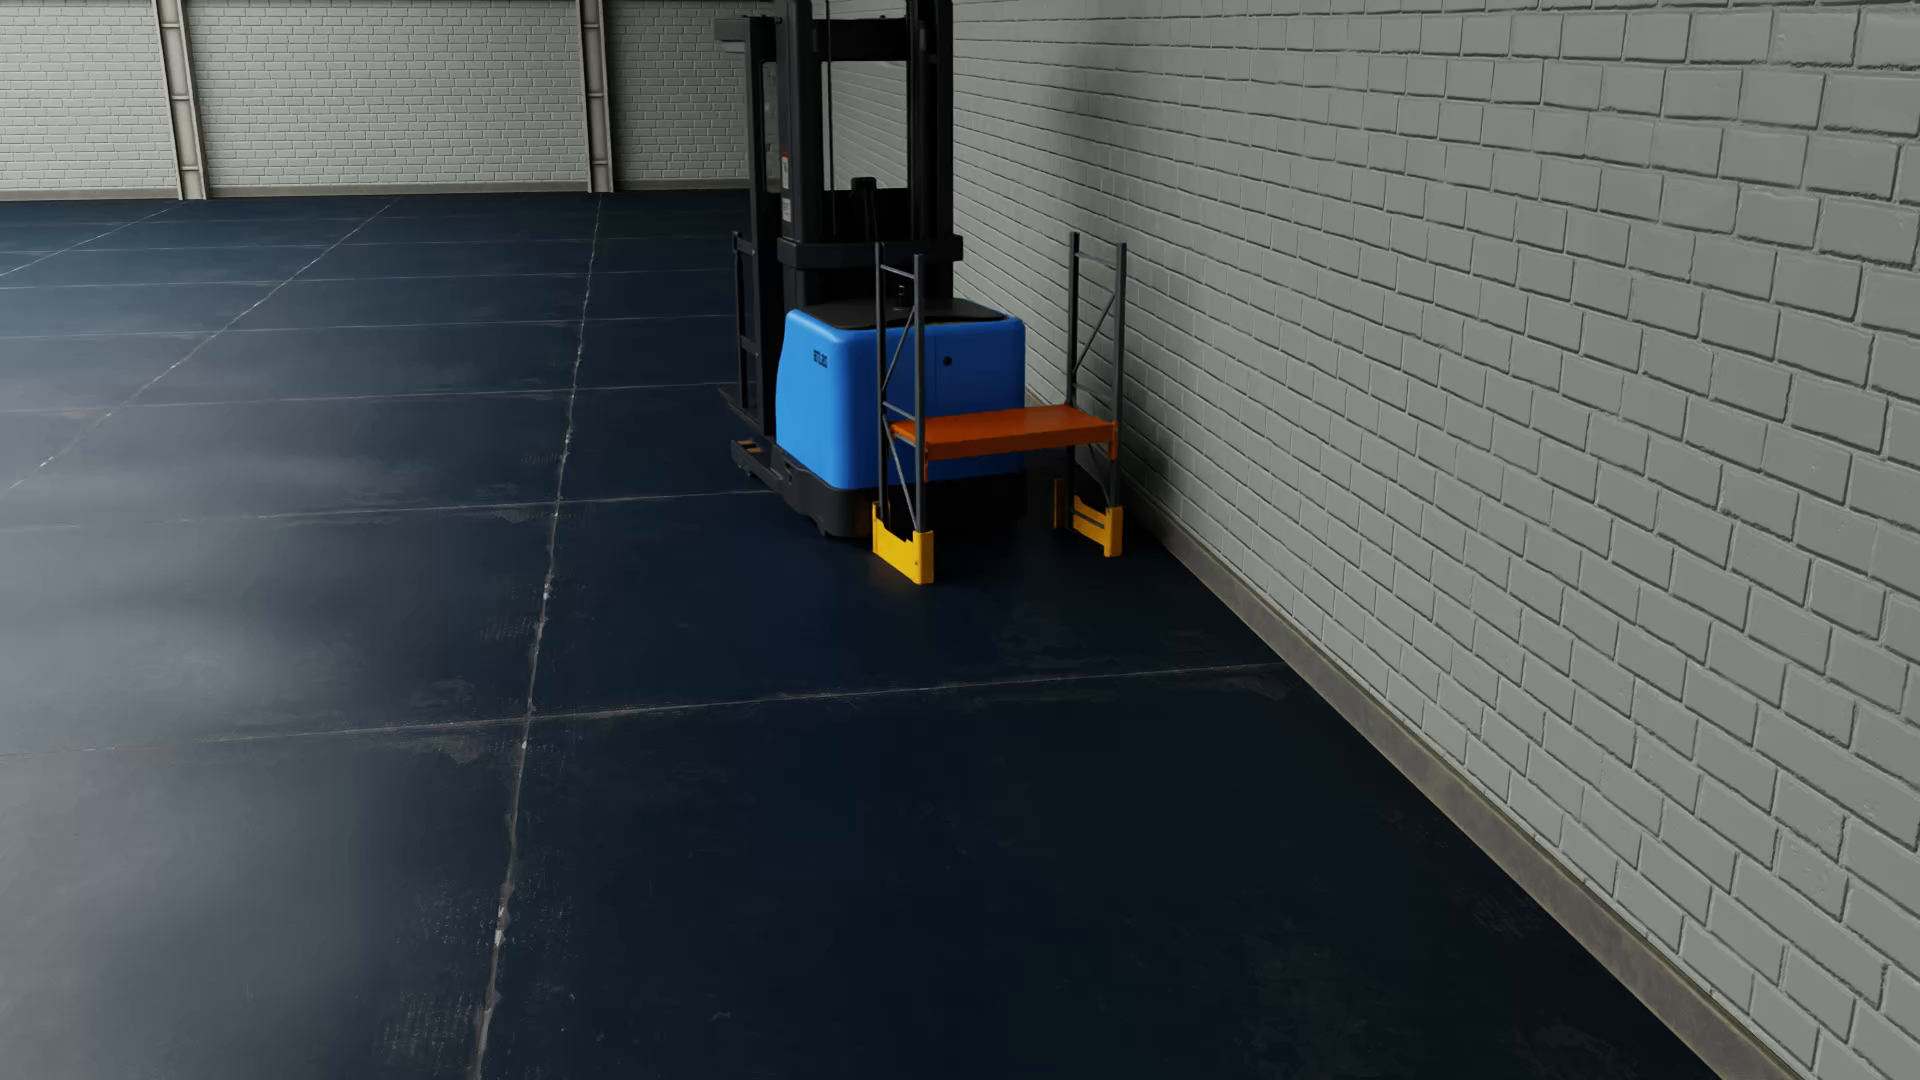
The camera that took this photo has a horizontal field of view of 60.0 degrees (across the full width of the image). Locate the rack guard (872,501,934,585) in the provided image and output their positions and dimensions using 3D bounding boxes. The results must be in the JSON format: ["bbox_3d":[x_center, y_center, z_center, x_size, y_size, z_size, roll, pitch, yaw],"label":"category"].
[{"bbox_3d":[-0.273,0.007,7.862,0.087,0.250,0.587,-8,19,-23],"label":"rack guard"}]

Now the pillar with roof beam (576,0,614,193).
[{"bbox_3d":[-4.830,-8.546,20.810,0.400,9.000,9.100,-3,17,-10],"label":"pillar with roof beam"}]

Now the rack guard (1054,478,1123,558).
[{"bbox_3d":[0.633,-0.114,8.258,0.087,0.250,0.587,-8,19,-23],"label":"rack guard"}]

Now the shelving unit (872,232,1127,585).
[{"bbox_3d":[0.180,-0.651,7.877,1.083,1.500,0.587,-8,19,-23],"label":"shelving unit"}]

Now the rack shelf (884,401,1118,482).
[{"bbox_3d":[0.188,-0.480,7.933,1.000,0.185,0.538,-8,19,-23],"label":"rack shelf"}]

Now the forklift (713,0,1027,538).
[{"bbox_3d":[-0.684,-1.803,9.190,1.130,2.935,3.031,-7,18,-21],"label":"forklift"}]

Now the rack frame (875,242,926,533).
[{"bbox_3d":[-0.274,-0.590,7.678,0.032,1.500,0.500,-8,19,-23],"label":"rack frame"}]

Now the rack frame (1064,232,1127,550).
[{"bbox_3d":[0.651,-0.714,8.083,0.032,1.500,0.500,-8,19,-23],"label":"rack frame"}]

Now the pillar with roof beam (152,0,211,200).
[{"bbox_3d":[-10.721,-8.212,19.722,0.400,9.000,9.100,-3,17,-10],"label":"pillar with roof beam"}]
